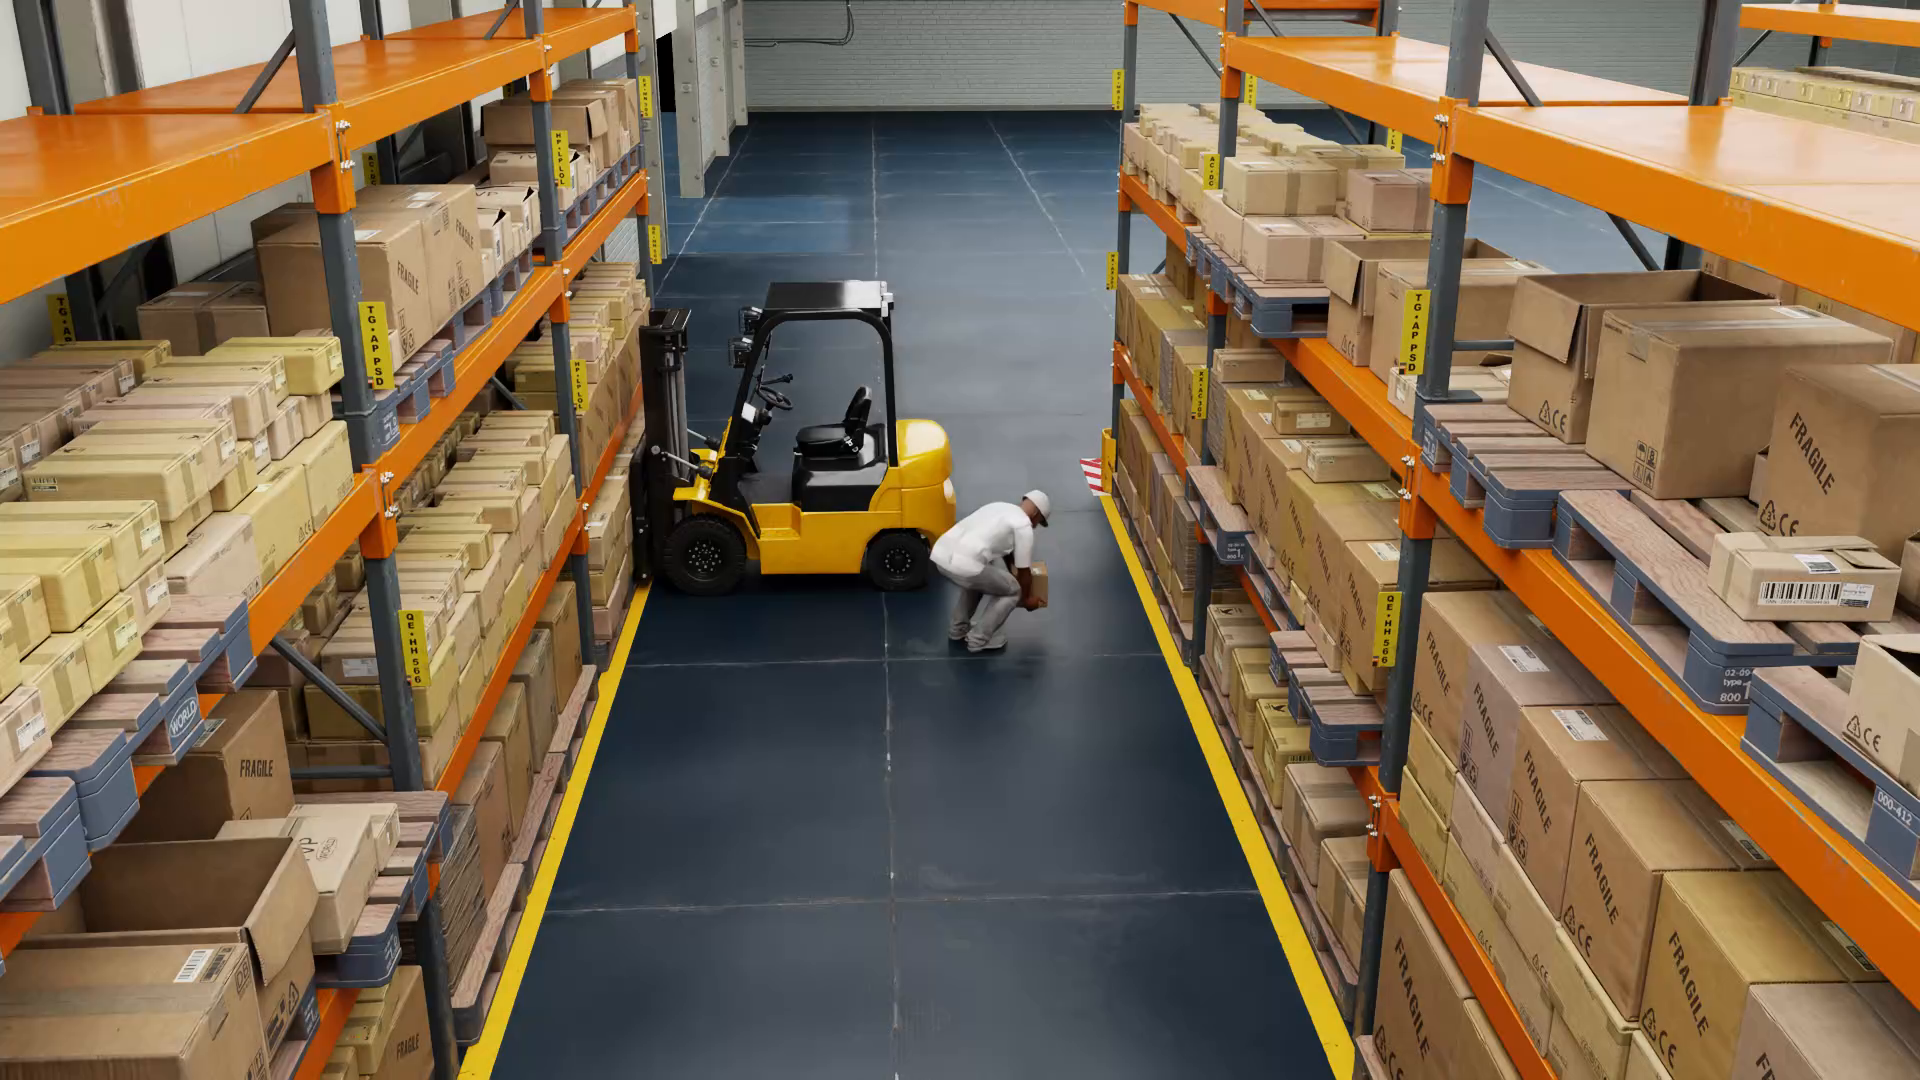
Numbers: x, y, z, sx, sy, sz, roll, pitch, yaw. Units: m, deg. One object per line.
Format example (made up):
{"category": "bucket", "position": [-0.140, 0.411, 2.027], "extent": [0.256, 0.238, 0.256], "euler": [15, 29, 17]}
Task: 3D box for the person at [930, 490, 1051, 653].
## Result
{"category": "person", "position": [0.239, 0.205, 11.586], "extent": [0.947, 1.009, 0.526], "euler": [-13, 24, -32]}
